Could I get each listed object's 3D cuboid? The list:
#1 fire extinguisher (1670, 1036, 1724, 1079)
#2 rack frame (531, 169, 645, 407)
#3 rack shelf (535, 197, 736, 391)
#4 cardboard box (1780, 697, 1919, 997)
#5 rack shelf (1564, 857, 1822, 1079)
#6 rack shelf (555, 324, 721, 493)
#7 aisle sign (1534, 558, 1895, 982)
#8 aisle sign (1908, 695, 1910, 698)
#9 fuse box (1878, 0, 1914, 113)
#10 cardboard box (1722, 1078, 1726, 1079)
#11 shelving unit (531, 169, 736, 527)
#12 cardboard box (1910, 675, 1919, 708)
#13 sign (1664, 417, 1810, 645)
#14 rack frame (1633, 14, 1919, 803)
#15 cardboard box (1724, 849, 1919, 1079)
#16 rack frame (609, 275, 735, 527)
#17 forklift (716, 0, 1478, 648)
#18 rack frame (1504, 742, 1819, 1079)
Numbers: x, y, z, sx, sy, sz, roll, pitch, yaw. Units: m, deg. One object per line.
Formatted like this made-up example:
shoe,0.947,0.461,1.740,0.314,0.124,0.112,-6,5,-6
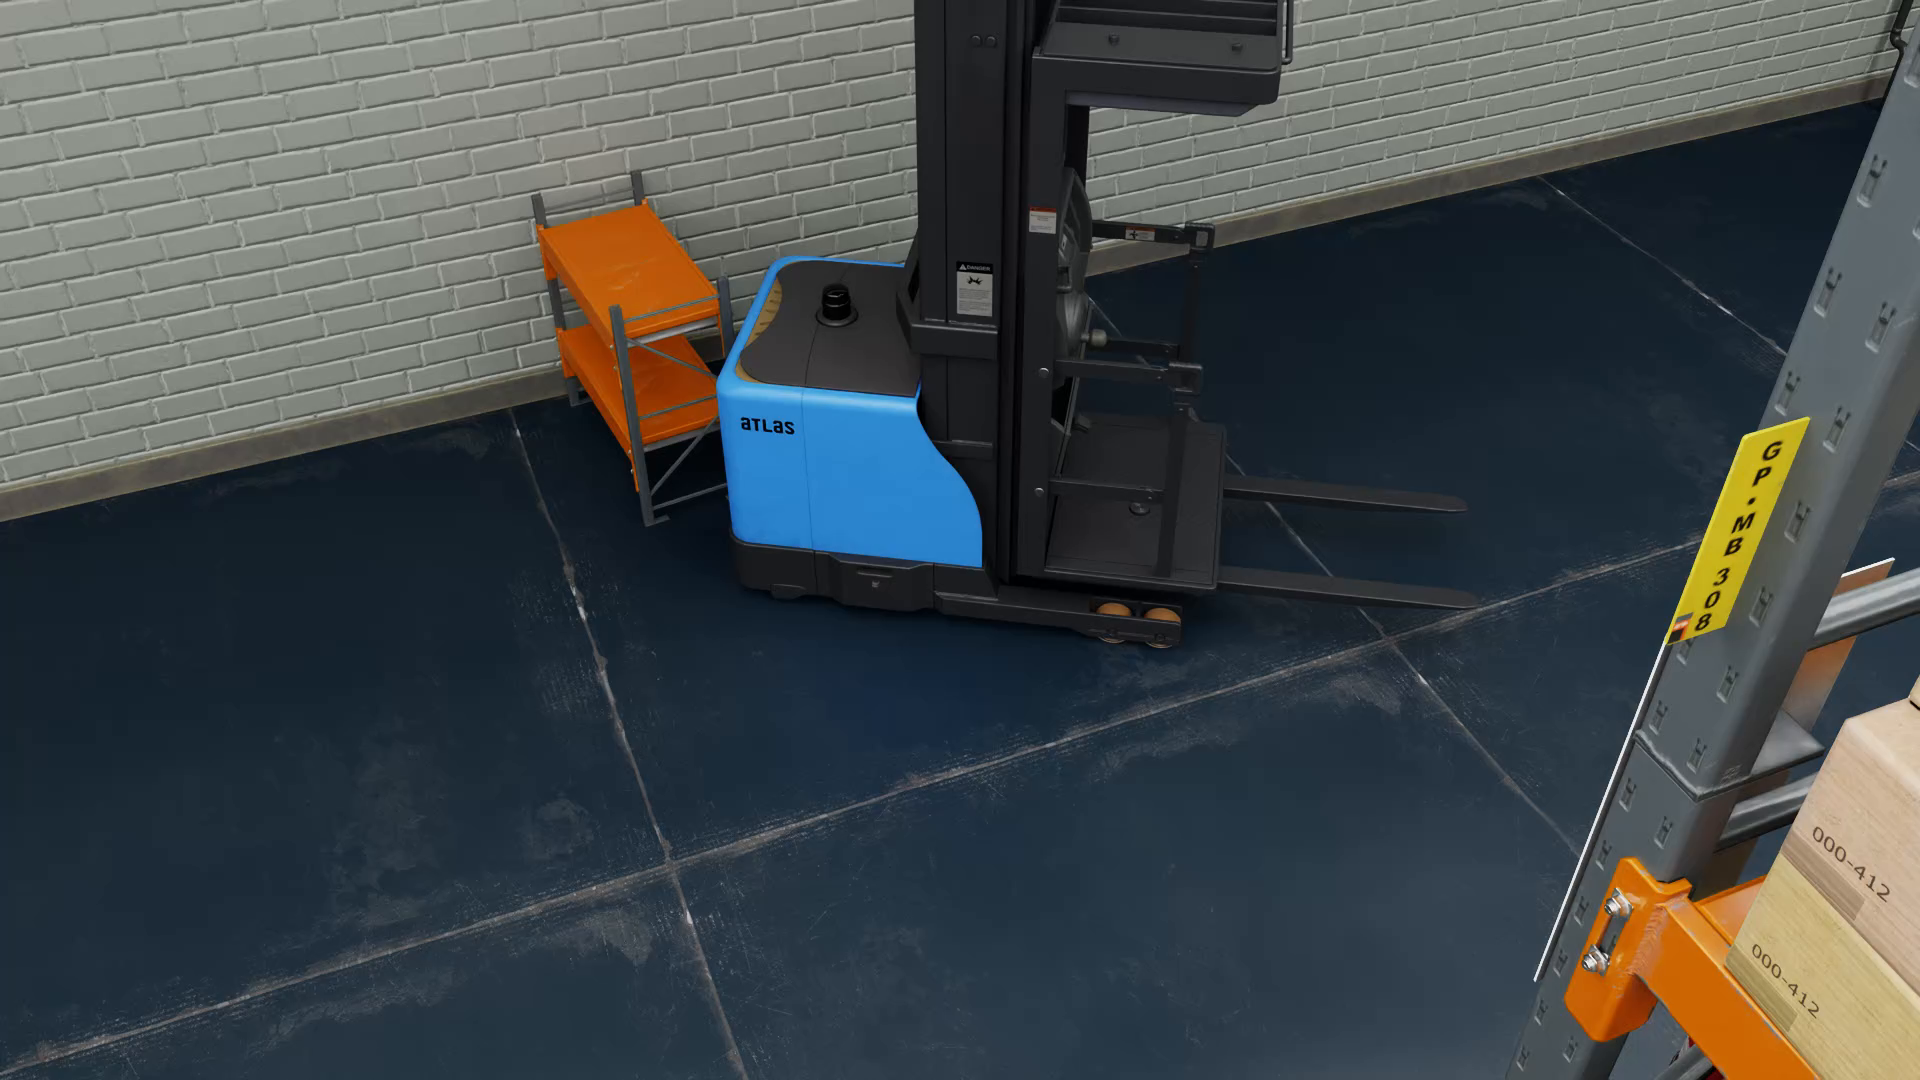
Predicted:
fire extinguisher,1.757,1.232,3.862,0.296,0.674,0.183,-15,43,-17
rack frame,-1.653,-1.152,7.727,0.500,1.125,0.032,-19,44,-21
rack shelf,-1.411,-1.082,7.197,0.538,0.278,1.000,-19,44,-21
cardboard box,1.359,0.394,1.923,0.500,0.250,0.500,-14,43,-16
rack shelf,2.192,1.669,1.260,1.077,0.370,4.000,-15,43,-17
rack shelf,-1.411,-0.675,7.547,0.538,0.278,1.000,-19,44,-21
aisle sign,1.122,0.374,2.521,0.394,0.787,0.004,-15,43,-17
aisle sign,1.676,0.224,2.695,0.394,0.787,0.004,-15,43,-17
fuse box,5.779,-3.306,9.782,0.539,1.711,0.414,-15,43,-17
cardboard box,1.353,1.135,2.558,0.500,0.500,0.500,-15,43,-17
shelving unit,-1.411,-0.861,7.388,0.538,1.125,1.048,-19,44,-21
cardboard box,1.340,0.159,1.890,0.380,0.149,0.250,-15,43,-17
sign,0.926,-0.005,1.984,0.100,0.325,0.005,-15,43,-17
rack frame,1.427,-0.946,1.449,1.000,3.000,0.127,-15,43,-17
cardboard box,1.363,0.582,2.087,0.500,0.250,0.500,-14,43,-15
rack frame,-1.169,-0.569,7.049,0.500,1.125,0.032,-19,44,-21
forklift,0.615,-1.047,6.220,3.031,2.935,1.130,6,41,7
rack frame,1.427,1.328,3.405,1.000,3.000,0.127,-15,43,-17
